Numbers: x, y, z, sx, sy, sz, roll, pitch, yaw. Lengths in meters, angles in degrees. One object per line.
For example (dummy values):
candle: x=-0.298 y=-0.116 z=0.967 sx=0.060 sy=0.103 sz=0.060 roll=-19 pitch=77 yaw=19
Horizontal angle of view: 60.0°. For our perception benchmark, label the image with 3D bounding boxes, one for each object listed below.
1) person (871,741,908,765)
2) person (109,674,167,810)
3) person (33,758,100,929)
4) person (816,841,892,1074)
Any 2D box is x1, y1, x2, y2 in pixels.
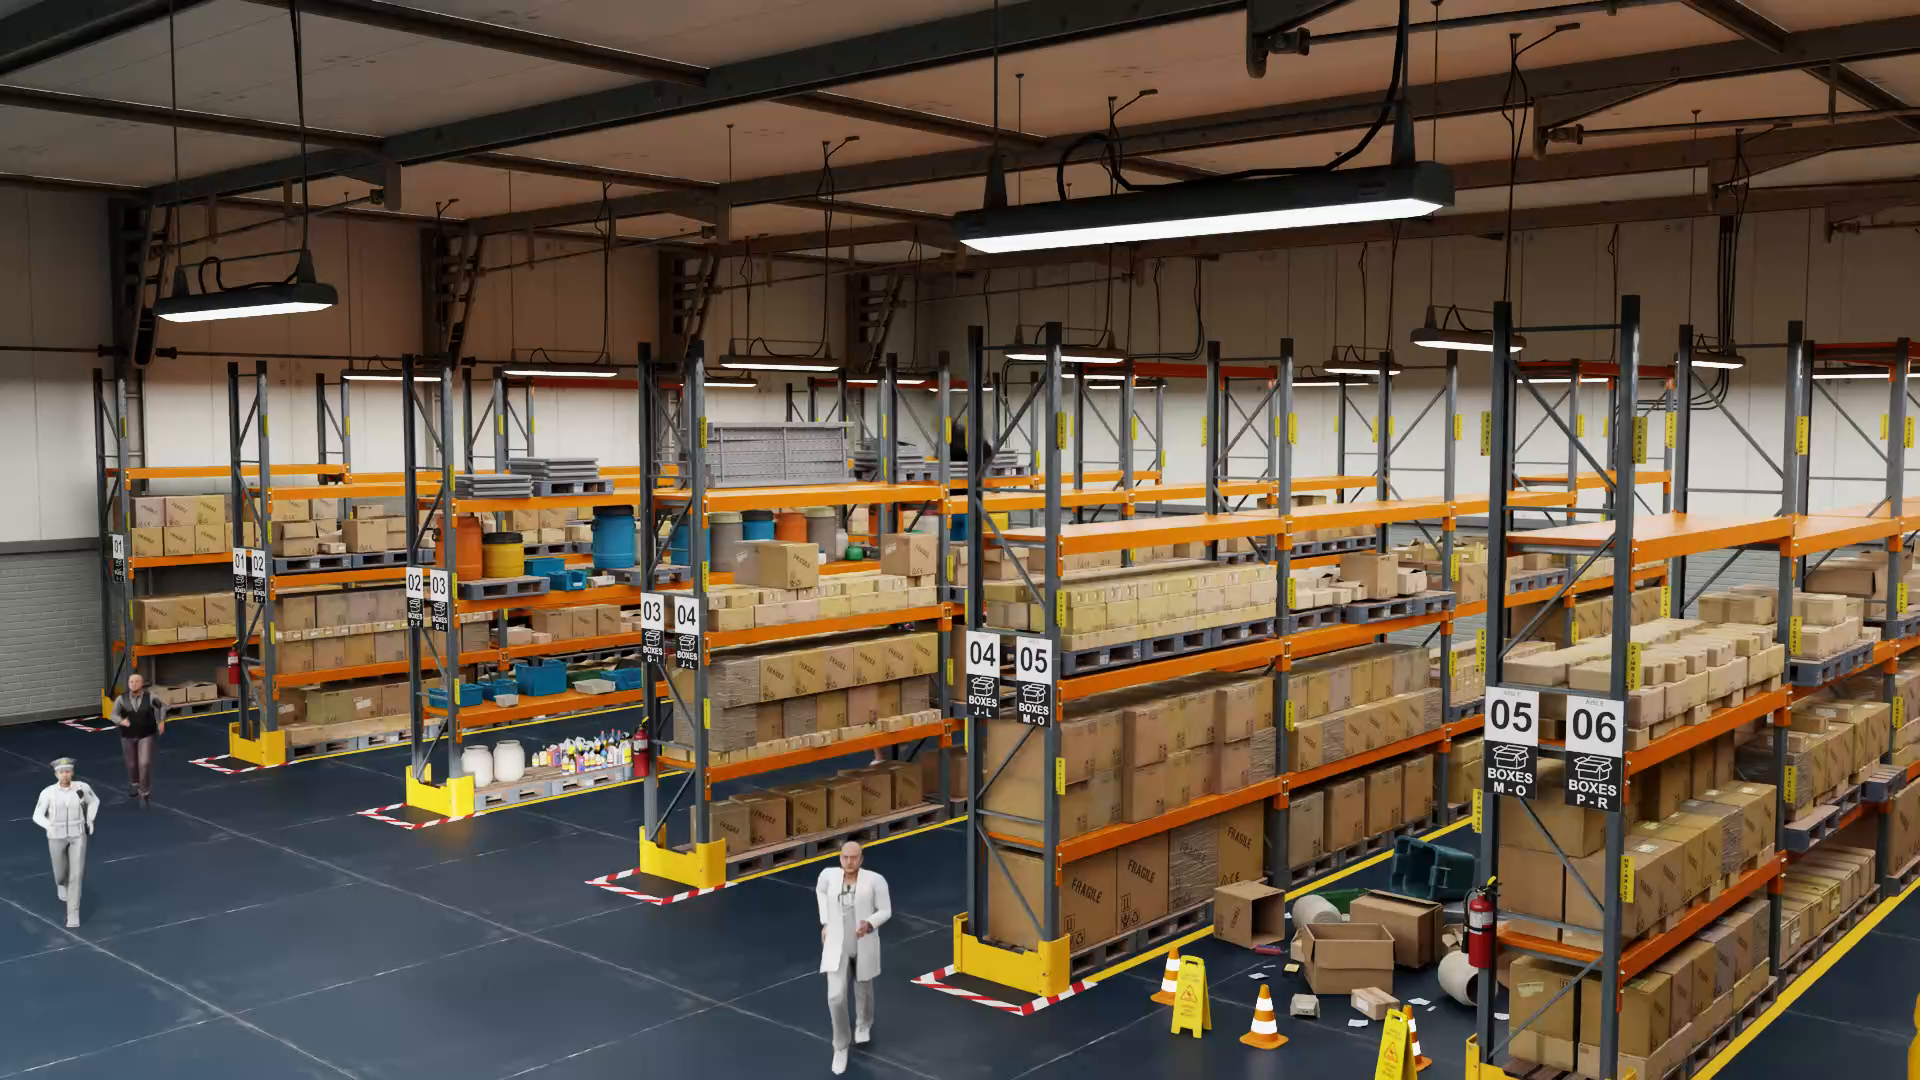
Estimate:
person: x=-1.072 y=2.519 z=24.794 sx=0.616 sy=1.631 sz=0.769 roll=3 pitch=5 yaw=38
person: x=-10.996 y=2.668 z=22.258 sx=0.674 sy=1.770 sz=0.829 roll=-1 pitch=4 yaw=-19
person: x=-9.197 y=3.069 z=17.147 sx=0.617 sy=1.700 sz=0.882 roll=-2 pitch=5 yaw=-30
person: x=-0.860 y=3.307 z=13.396 sx=0.626 sy=1.828 sz=0.952 roll=0 pitch=4 yaw=0
